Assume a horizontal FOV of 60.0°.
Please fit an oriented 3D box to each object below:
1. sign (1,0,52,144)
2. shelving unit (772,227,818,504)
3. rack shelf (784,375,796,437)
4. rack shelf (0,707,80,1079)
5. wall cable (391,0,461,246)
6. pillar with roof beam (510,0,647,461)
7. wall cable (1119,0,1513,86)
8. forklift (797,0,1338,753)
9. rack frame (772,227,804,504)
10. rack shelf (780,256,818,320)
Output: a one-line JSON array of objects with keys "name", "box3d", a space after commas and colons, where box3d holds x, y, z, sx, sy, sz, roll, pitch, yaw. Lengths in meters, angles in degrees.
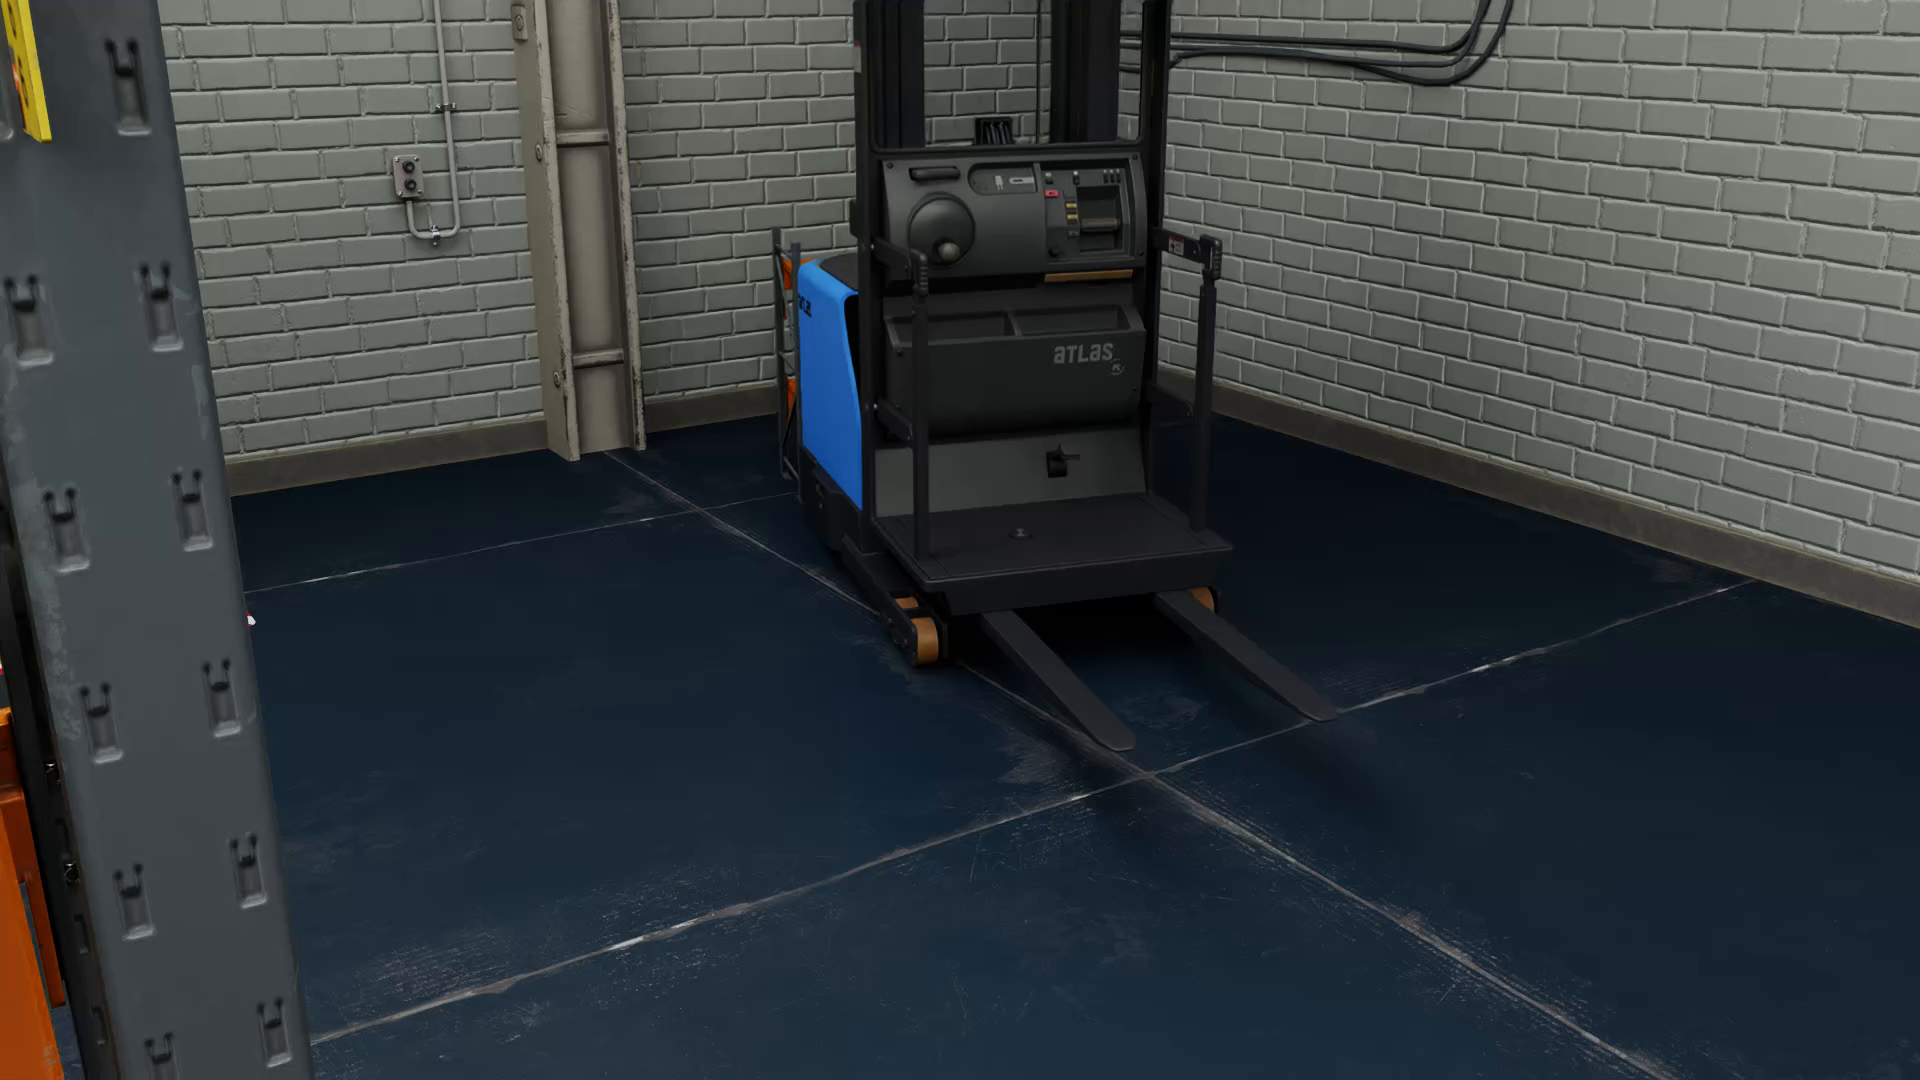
[{"name": "sign", "box3d": [-0.525, -0.383, 0.894, 0.005, 0.325, 0.100, -12, 22, -31]}, {"name": "shelving unit", "box3d": [-0.255, -0.812, 7.390, 1.048, 1.125, 0.538, -5, 19, -15]}, {"name": "rack shelf", "box3d": [-0.255, -0.580, 7.468, 1.000, 0.278, 0.538, -5, 19, -15]}, {"name": "rack shelf", "box3d": [-2.484, 0.856, 0.653, 4.000, 0.370, 1.077, -12, 22, -31]}, {"name": "wall cable", "box3d": [-2.992, -2.121, 6.750, 1.851, 1.984, 0.084, -12, 22, -31]}, {"name": "pillar with roof beam", "box3d": [0.606, -3.559, 3.221, 0.400, 9.000, 9.100, -12, 22, -31]}, {"name": "wall cable", "box3d": [1.379, -3.433, 7.698, 0.112, 2.526, 3.097, -12, 22, -31]}, {"name": "forklift", "box3d": [0.262, -1.114, 5.462, 1.130, 2.935, 3.031, -6, 20, -17]}, {"name": "rack frame", "box3d": [-0.743, -0.766, 7.255, 0.032, 1.125, 0.500, -5, 19, -15]}, {"name": "rack shelf", "box3d": [-0.255, -1.089, 7.296, 1.000, 0.278, 0.538, -5, 19, -15]}]
